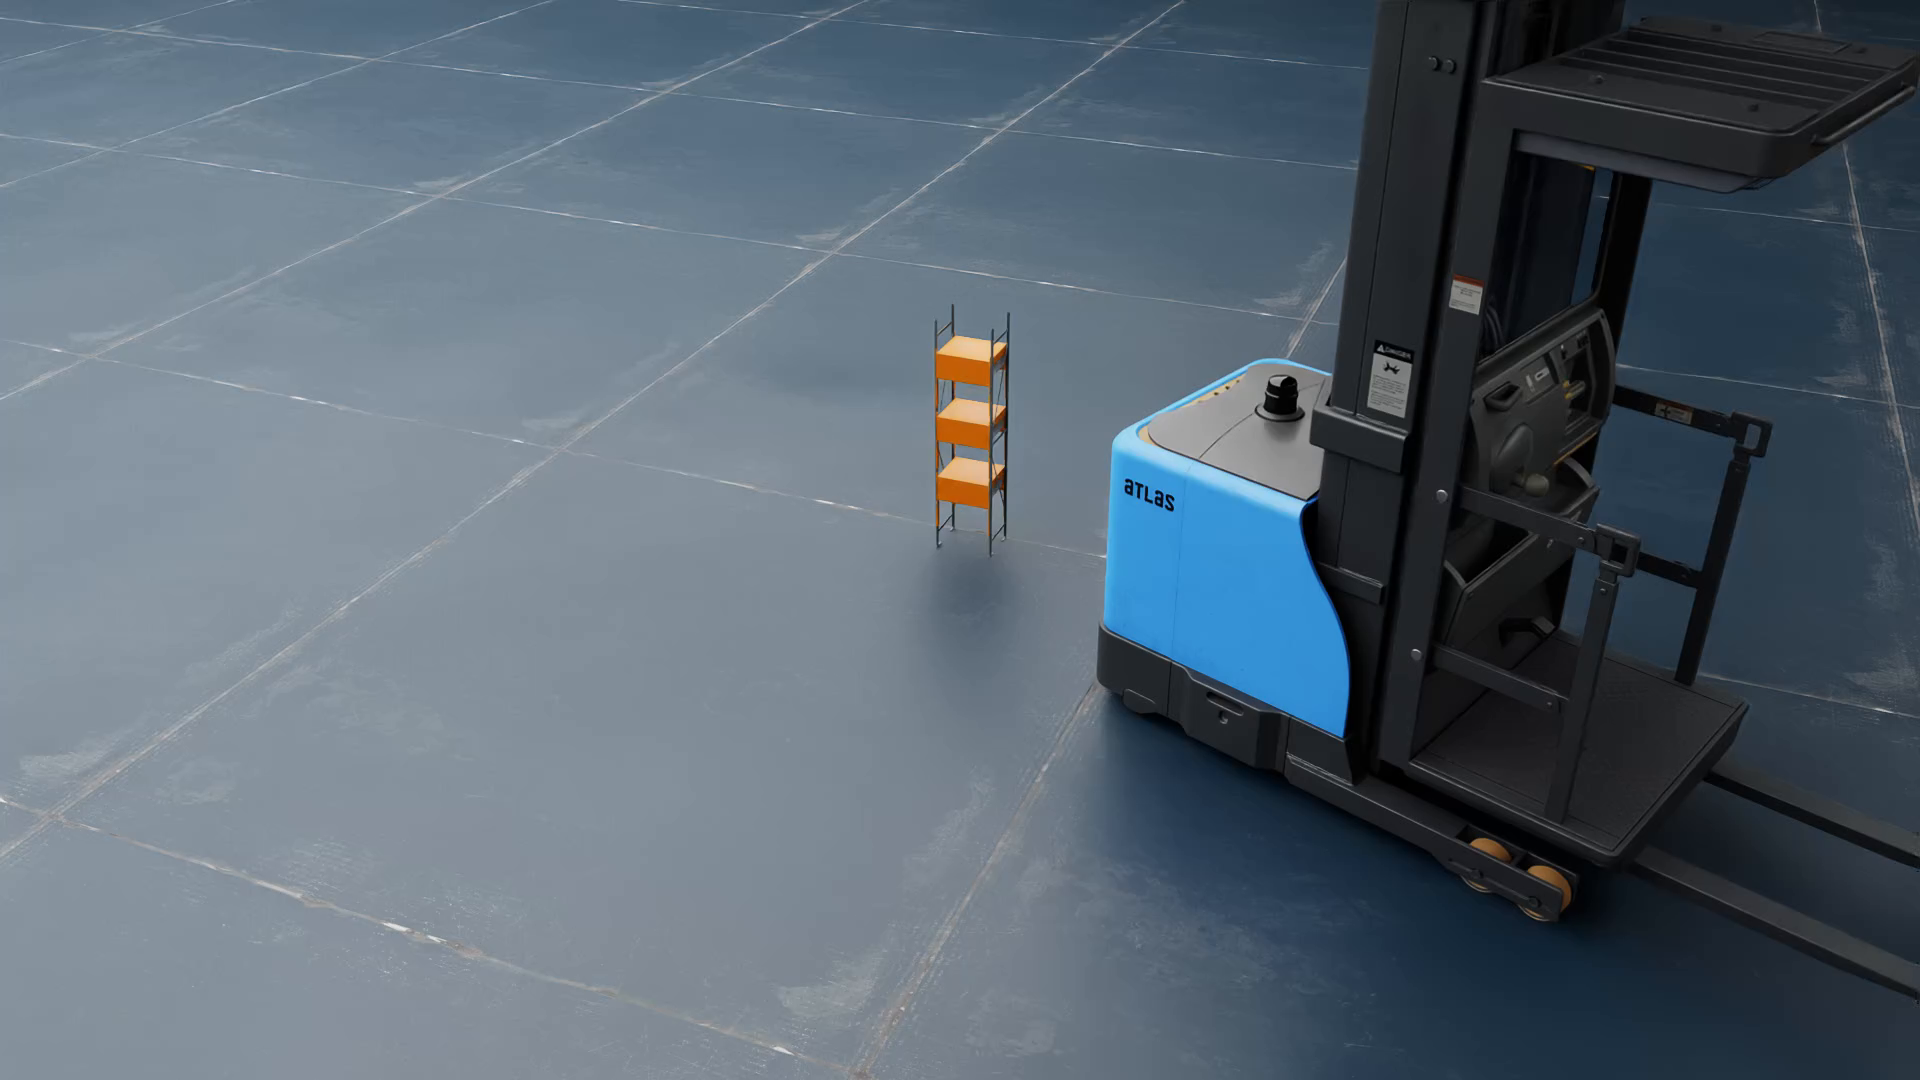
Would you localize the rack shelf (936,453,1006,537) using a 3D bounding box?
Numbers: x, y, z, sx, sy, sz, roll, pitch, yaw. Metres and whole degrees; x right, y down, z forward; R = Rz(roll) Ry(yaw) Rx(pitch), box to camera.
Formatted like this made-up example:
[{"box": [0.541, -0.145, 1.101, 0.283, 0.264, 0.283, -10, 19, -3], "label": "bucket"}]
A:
[{"box": [0.050, -0.196, 7.116, 0.240, 0.259, 0.215, 11, 31, 19], "label": "rack shelf"}]

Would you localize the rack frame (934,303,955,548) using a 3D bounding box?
[{"box": [-0.063, -0.470, 7.014, 0.008, 1.050, 0.200, 11, 31, 19], "label": "rack frame"}]

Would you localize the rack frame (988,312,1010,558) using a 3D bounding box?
[{"box": [0.163, -0.425, 6.934, 0.008, 1.050, 0.200, 11, 31, 19], "label": "rack frame"}]

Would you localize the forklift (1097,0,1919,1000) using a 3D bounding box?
[{"box": [1.936, -0.388, 4.958, 3.031, 2.935, 1.130, 24, 37, 36], "label": "forklift"}]

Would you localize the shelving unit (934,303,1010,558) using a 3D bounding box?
[{"box": [0.050, -0.447, 6.974, 0.252, 1.050, 0.215, 11, 31, 19], "label": "shelving unit"}]

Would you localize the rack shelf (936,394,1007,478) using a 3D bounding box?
[{"box": [0.050, -0.438, 6.979, 0.240, 0.259, 0.215, 11, 31, 19], "label": "rack shelf"}]

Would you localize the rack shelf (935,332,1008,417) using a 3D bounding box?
[{"box": [0.050, -0.685, 6.840, 0.240, 0.259, 0.215, 11, 31, 19], "label": "rack shelf"}]
